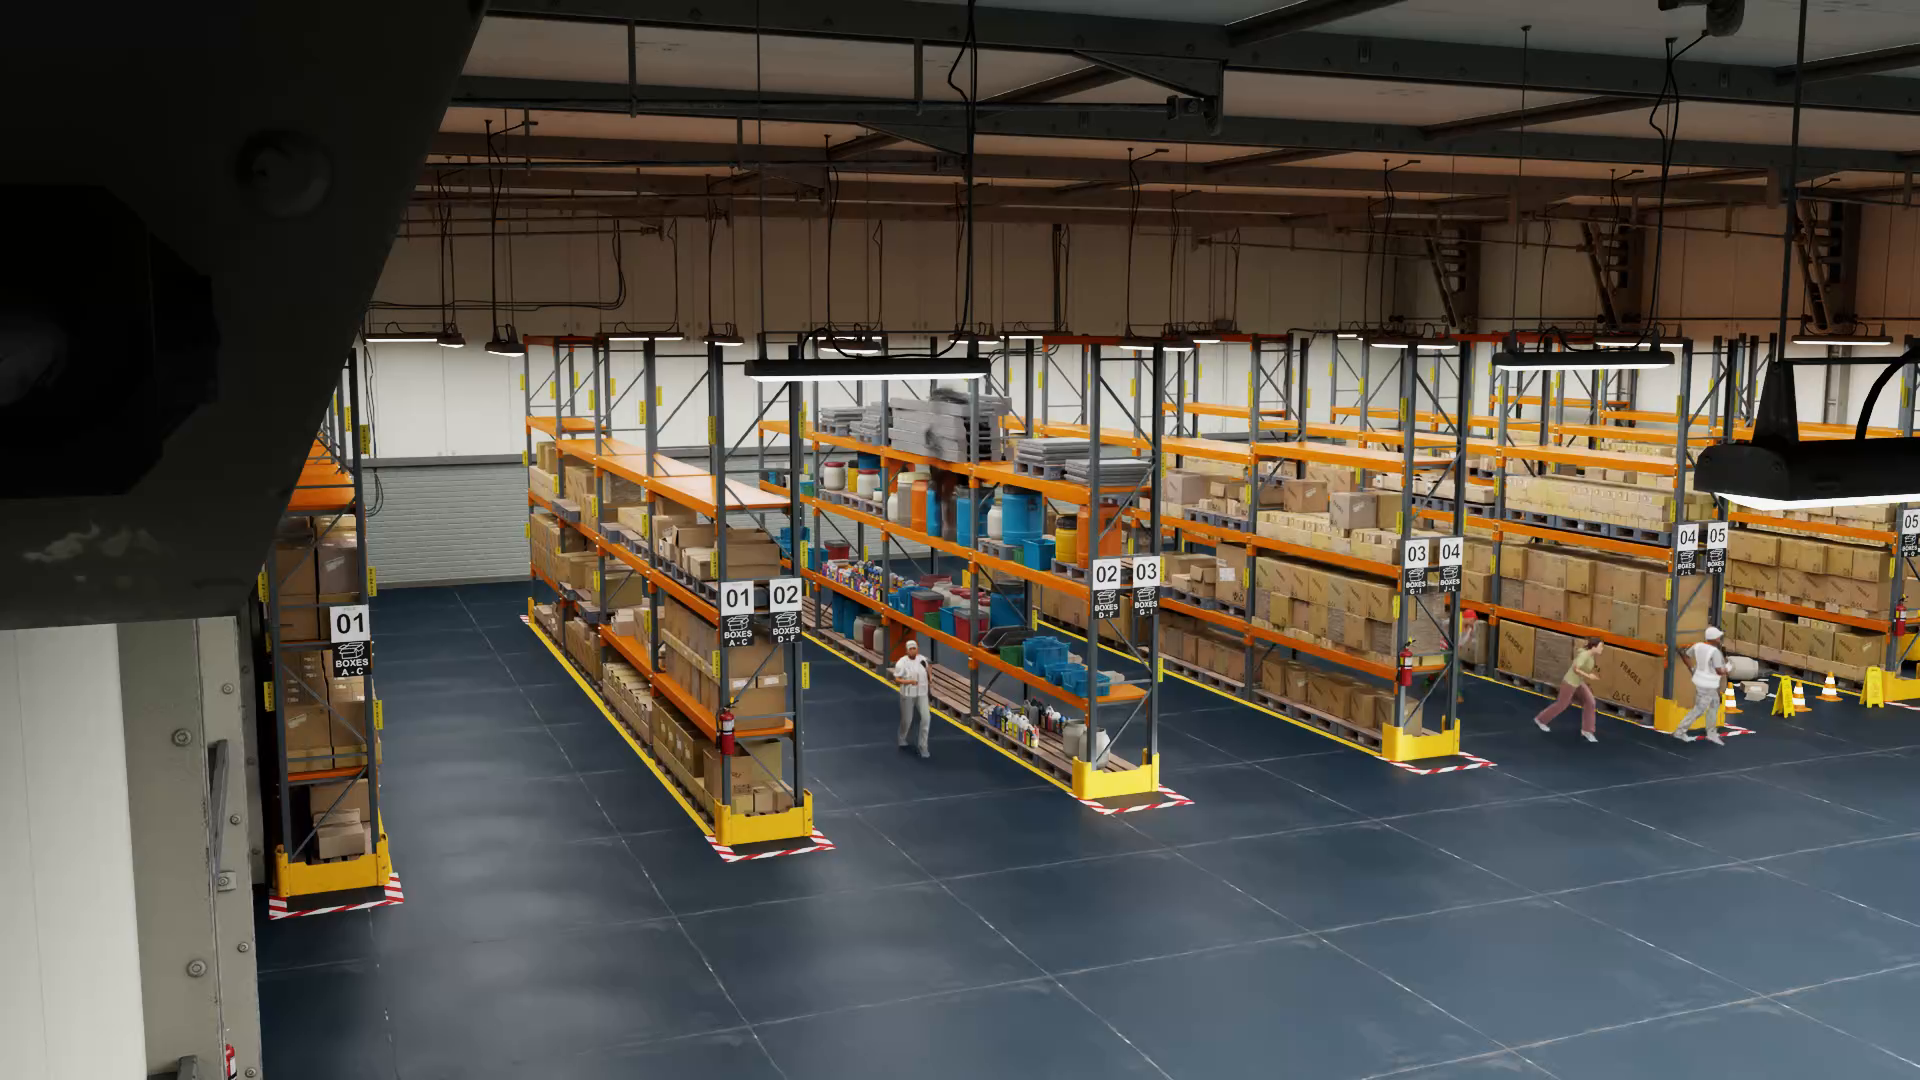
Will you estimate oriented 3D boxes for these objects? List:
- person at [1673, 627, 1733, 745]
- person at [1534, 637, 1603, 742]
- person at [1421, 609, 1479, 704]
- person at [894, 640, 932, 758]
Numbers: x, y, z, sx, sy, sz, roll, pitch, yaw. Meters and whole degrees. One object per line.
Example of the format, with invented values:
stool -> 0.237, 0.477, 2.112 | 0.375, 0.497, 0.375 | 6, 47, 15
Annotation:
person -> 11.041, 2.195, 24.630 | 0.807, 1.837, 0.664 | 0, 8, 1
person -> 9.214, 2.228, 25.189 | 0.961, 1.626, 0.619 | 5, 9, 32
person -> 8.169, 1.879, 27.726 | 0.690, 1.595, 1.111 | -4, 9, -27
person -> -0.672, 2.308, 24.343 | 0.607, 1.694, 0.802 | -2, 8, -17
